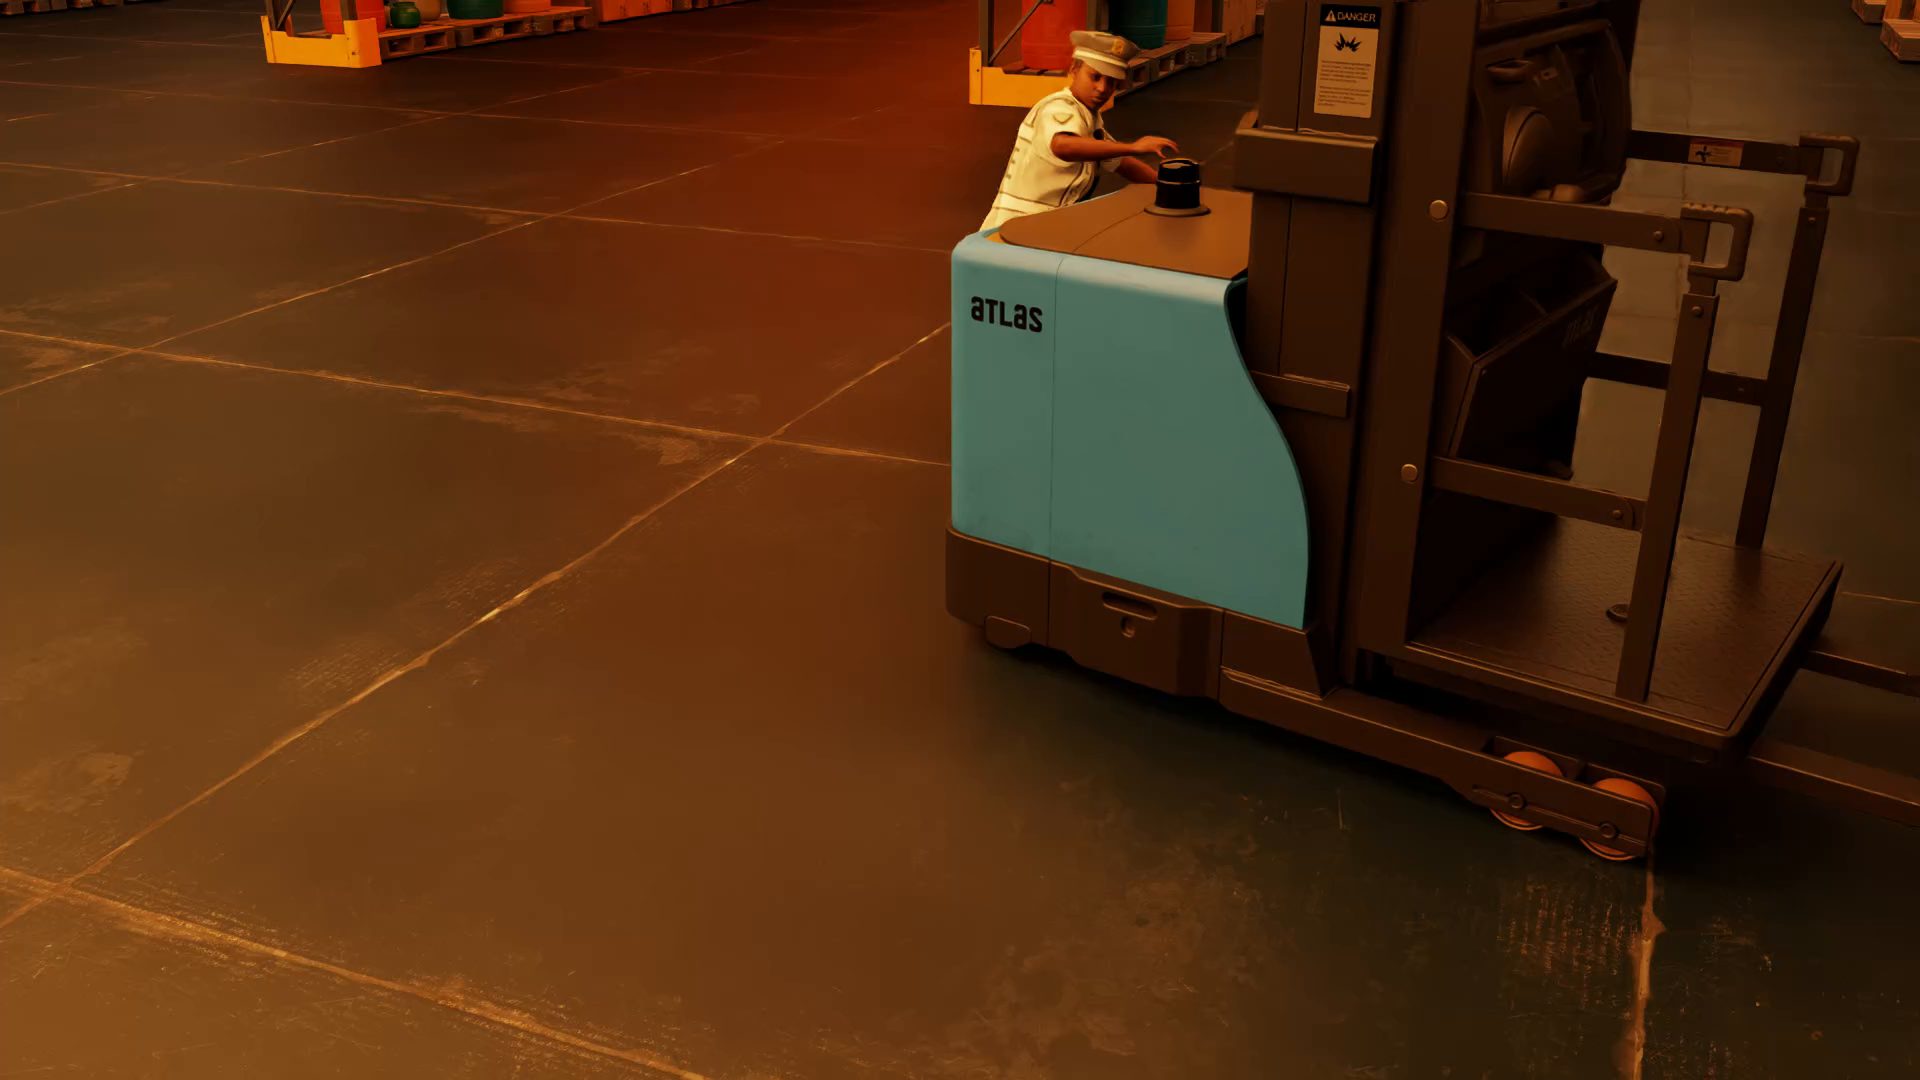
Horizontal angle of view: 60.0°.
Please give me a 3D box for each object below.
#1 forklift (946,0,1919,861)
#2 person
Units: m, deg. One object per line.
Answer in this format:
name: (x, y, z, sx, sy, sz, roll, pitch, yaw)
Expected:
forklift: (1.449, -0.913, 3.478, 3.031, 2.935, 1.130, 16, 27, 33)
person: (0.527, -1.055, 5.822, 0.934, 1.397, 0.705, -3, 23, -8)
